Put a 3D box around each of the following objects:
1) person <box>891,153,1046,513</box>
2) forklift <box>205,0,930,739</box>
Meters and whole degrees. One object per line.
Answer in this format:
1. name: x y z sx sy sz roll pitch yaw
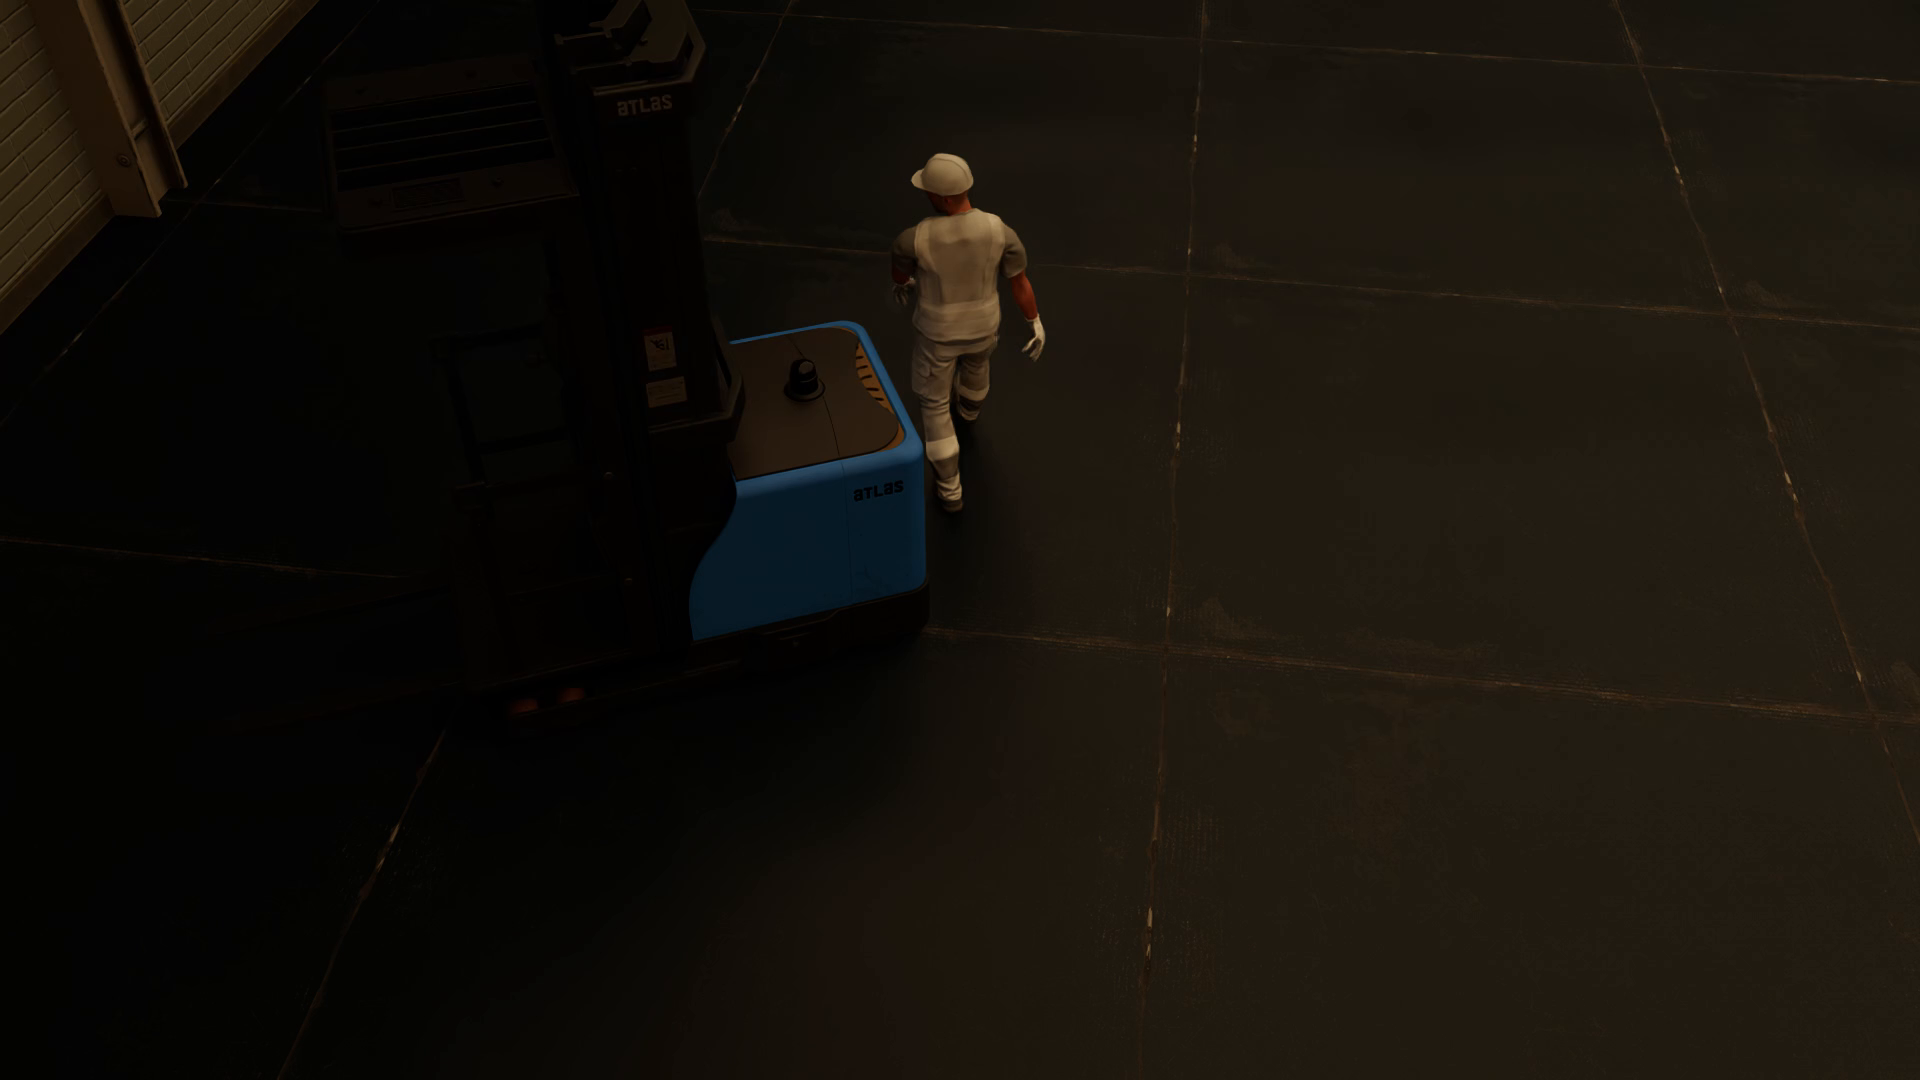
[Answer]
1. person: 0.017 -1.078 7.805 0.686 1.730 0.937 -10 44 -11
2. forklift: -1.709 -0.657 6.440 3.031 2.935 1.130 -13 44 -13
